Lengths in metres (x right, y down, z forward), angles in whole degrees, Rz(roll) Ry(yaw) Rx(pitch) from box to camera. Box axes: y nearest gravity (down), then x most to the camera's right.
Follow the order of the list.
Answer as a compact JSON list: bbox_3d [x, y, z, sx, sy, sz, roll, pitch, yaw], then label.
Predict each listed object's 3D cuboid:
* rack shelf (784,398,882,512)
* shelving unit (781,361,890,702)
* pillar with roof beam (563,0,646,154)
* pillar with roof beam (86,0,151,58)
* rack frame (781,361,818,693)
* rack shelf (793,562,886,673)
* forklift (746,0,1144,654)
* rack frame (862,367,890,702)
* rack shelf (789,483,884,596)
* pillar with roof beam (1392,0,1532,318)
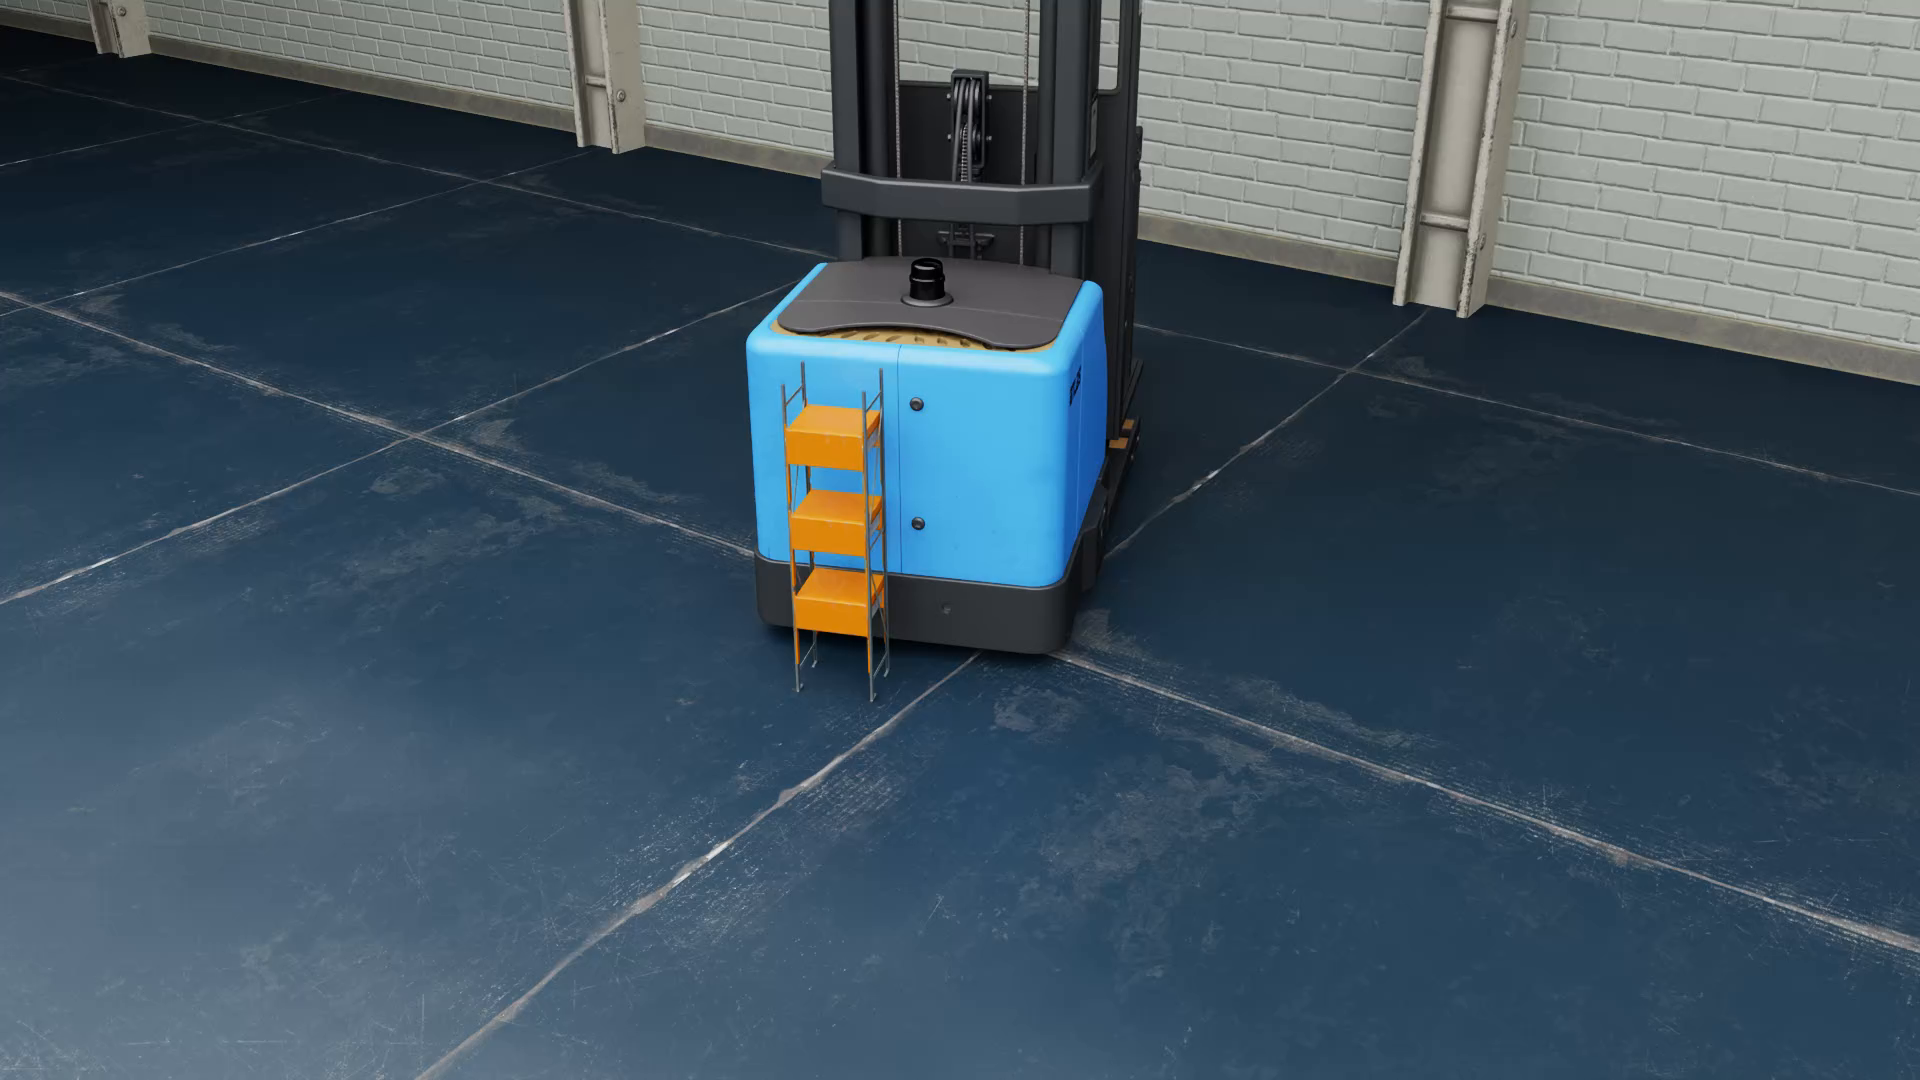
[{"bbox_3d":[-0.374,-0.257,4.995,0.240,0.259,0.215,6,28,12],"label":"rack shelf"},{"bbox_3d":[-0.374,-0.013,5.119,0.252,1.050,0.215,6,28,12],"label":"shelving unit"},{"bbox_3d":[-4.881,-5.179,6.505,0.400,9.000,9.100,17,32,30],"label":"pillar with roof beam"},{"bbox_3d":[-9.826,-6.720,9.532,0.400,9.000,9.100,17,32,30],"label":"pillar with roof beam"},{"bbox_3d":[-0.493,-0.026,5.144,0.008,1.050,0.200,6,28,12],"label":"rack frame"},{"bbox_3d":[-0.374,0.244,5.250,0.240,0.259,0.215,6,28,12],"label":"rack shelf"},{"bbox_3d":[0.136,-1.585,6.134,1.130,2.935,3.031,6,28,11],"label":"forklift"},{"bbox_3d":[-0.256,-0.001,5.094,0.008,1.050,0.200,6,28,12],"label":"rack frame"},{"bbox_3d":[-0.374,-0.004,5.124,0.240,0.259,0.215,6,28,12],"label":"rack shelf"},{"bbox_3d":[0.065,-3.638,3.477,0.400,9.000,9.100,17,32,30],"label":"pillar with roof beam"}]
